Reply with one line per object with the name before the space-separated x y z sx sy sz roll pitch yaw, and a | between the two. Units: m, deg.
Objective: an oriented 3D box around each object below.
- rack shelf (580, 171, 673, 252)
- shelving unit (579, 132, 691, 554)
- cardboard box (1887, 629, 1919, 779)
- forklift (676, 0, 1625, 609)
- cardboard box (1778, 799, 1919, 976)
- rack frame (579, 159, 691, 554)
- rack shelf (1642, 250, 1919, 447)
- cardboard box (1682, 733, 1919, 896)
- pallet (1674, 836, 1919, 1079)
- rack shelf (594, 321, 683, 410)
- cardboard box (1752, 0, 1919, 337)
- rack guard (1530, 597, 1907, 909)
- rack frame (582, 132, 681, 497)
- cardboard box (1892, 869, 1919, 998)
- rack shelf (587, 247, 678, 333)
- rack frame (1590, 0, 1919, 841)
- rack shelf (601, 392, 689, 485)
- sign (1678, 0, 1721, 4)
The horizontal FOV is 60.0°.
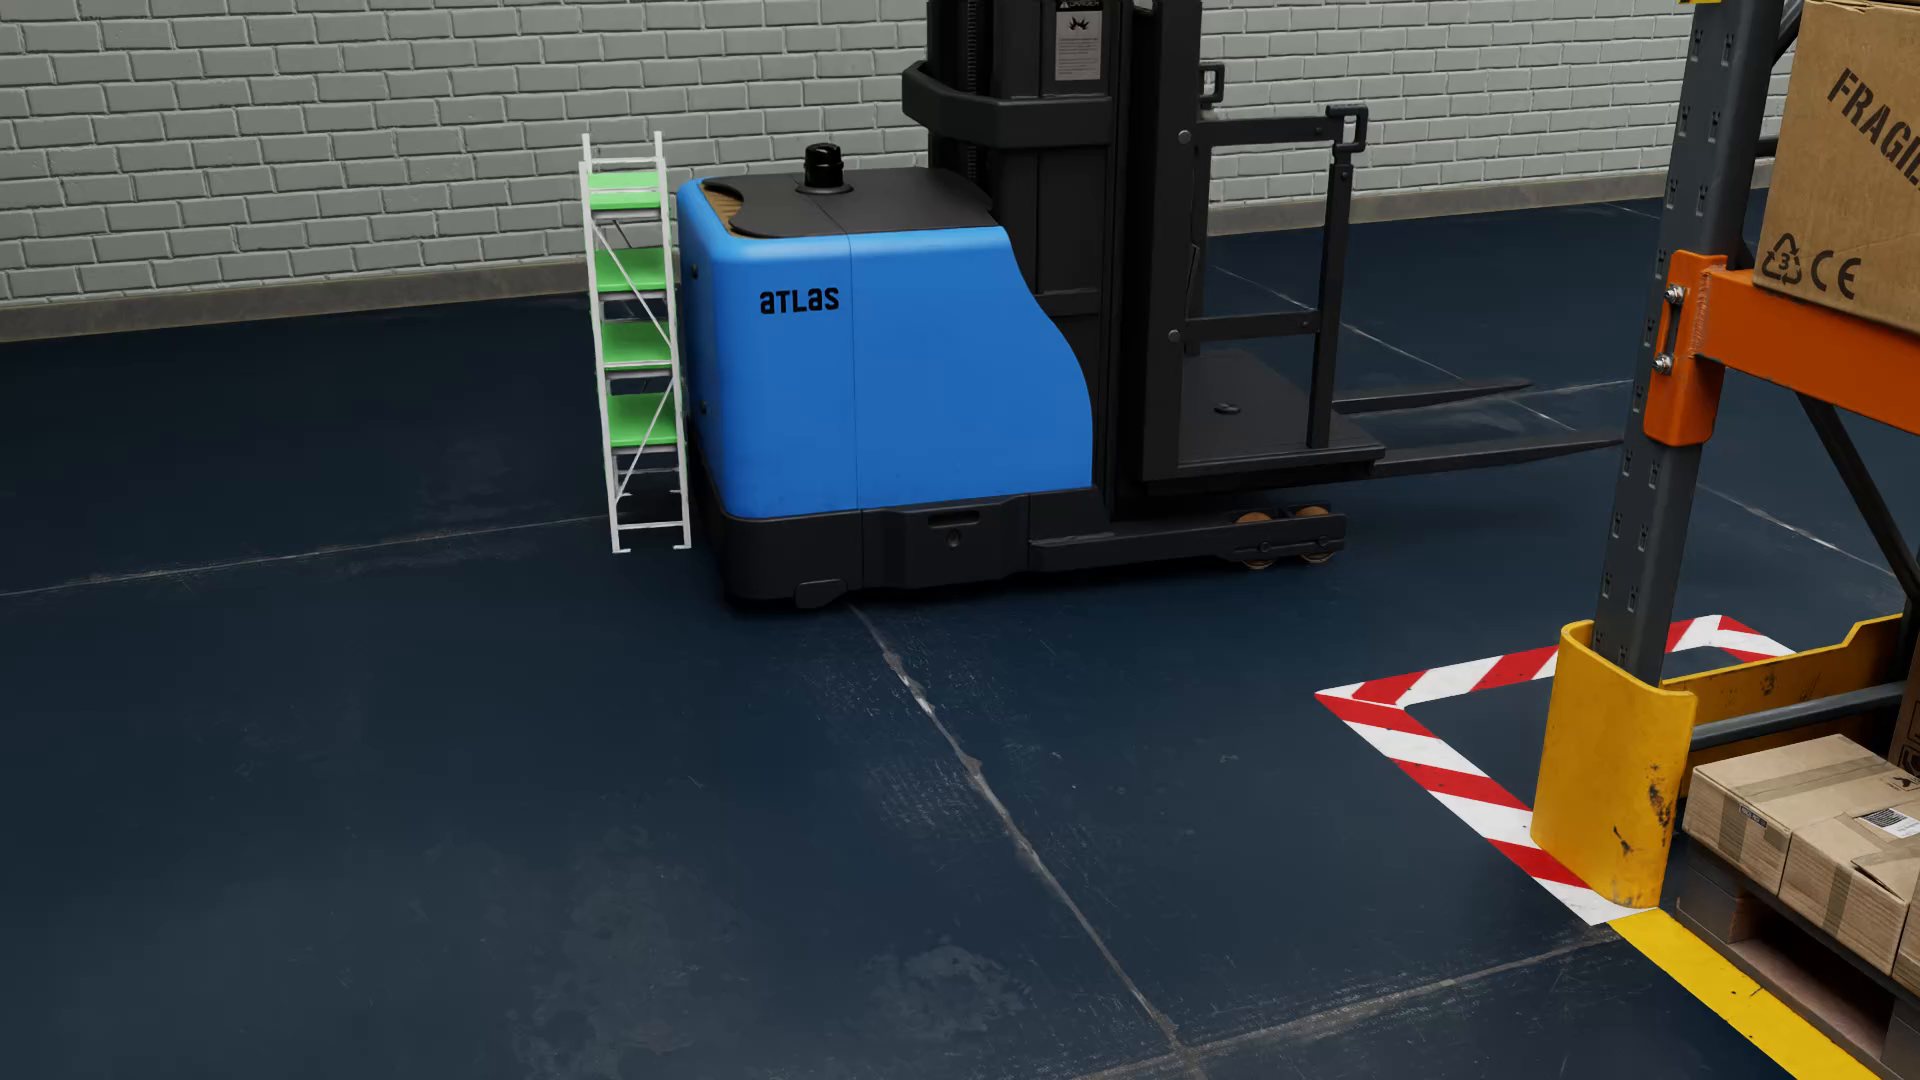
rack shelf | -1.003 -0.998 5.002 0.258 0.148 0.480 -4 23 -10
shelving unit | -1.003 -0.615 5.164 0.258 1.200 0.503 -4 23 -10
cardboard box | 2.249 0.331 3.254 0.500 0.500 0.500 -8 24 -19
forklift | 0.686 -1.455 4.929 3.031 2.935 1.130 -6 24 -14
cardboard box | 1.742 0.611 3.019 0.380 0.166 0.250 -8 24 -19
rack frame | -0.957 -0.522 4.943 0.240 1.200 0.015 -4 23 -10
rack shelf | 2.533 0.276 1.658 1.077 0.370 4.000 -8 24 -19
cardboard box | 1.653 0.529 3.238 0.380 0.149 0.250 -8 24 -19
pallet | 2.136 0.821 3.032 1.003 0.211 1.213 -8 24 -19
rack shelf | -1.003 -0.556 5.188 0.258 0.148 0.480 -4 23 -10
cardboard box | 1.737 -0.630 2.755 0.500 0.500 0.500 -8 24 -18
rack guard | 1.854 0.398 3.663 1.175 0.500 0.348 -8 24 -19
rack frame | -1.048 -0.708 5.385 0.240 1.200 0.015 -4 23 -10
cardboard box | 1.930 0.701 2.699 0.500 0.250 0.500 -8 24 -19
rack shelf | -1.003 -0.777 5.095 0.258 0.148 0.480 -4 23 -10
rack frame | 1.827 -0.782 3.243 1.000 3.000 0.127 -8 24 -19
rack shelf | -1.003 -0.335 5.282 0.258 0.148 0.480 -4 23 -10
sign | 1.319 -1.106 2.898 0.100 0.325 0.005 -8 24 -19
